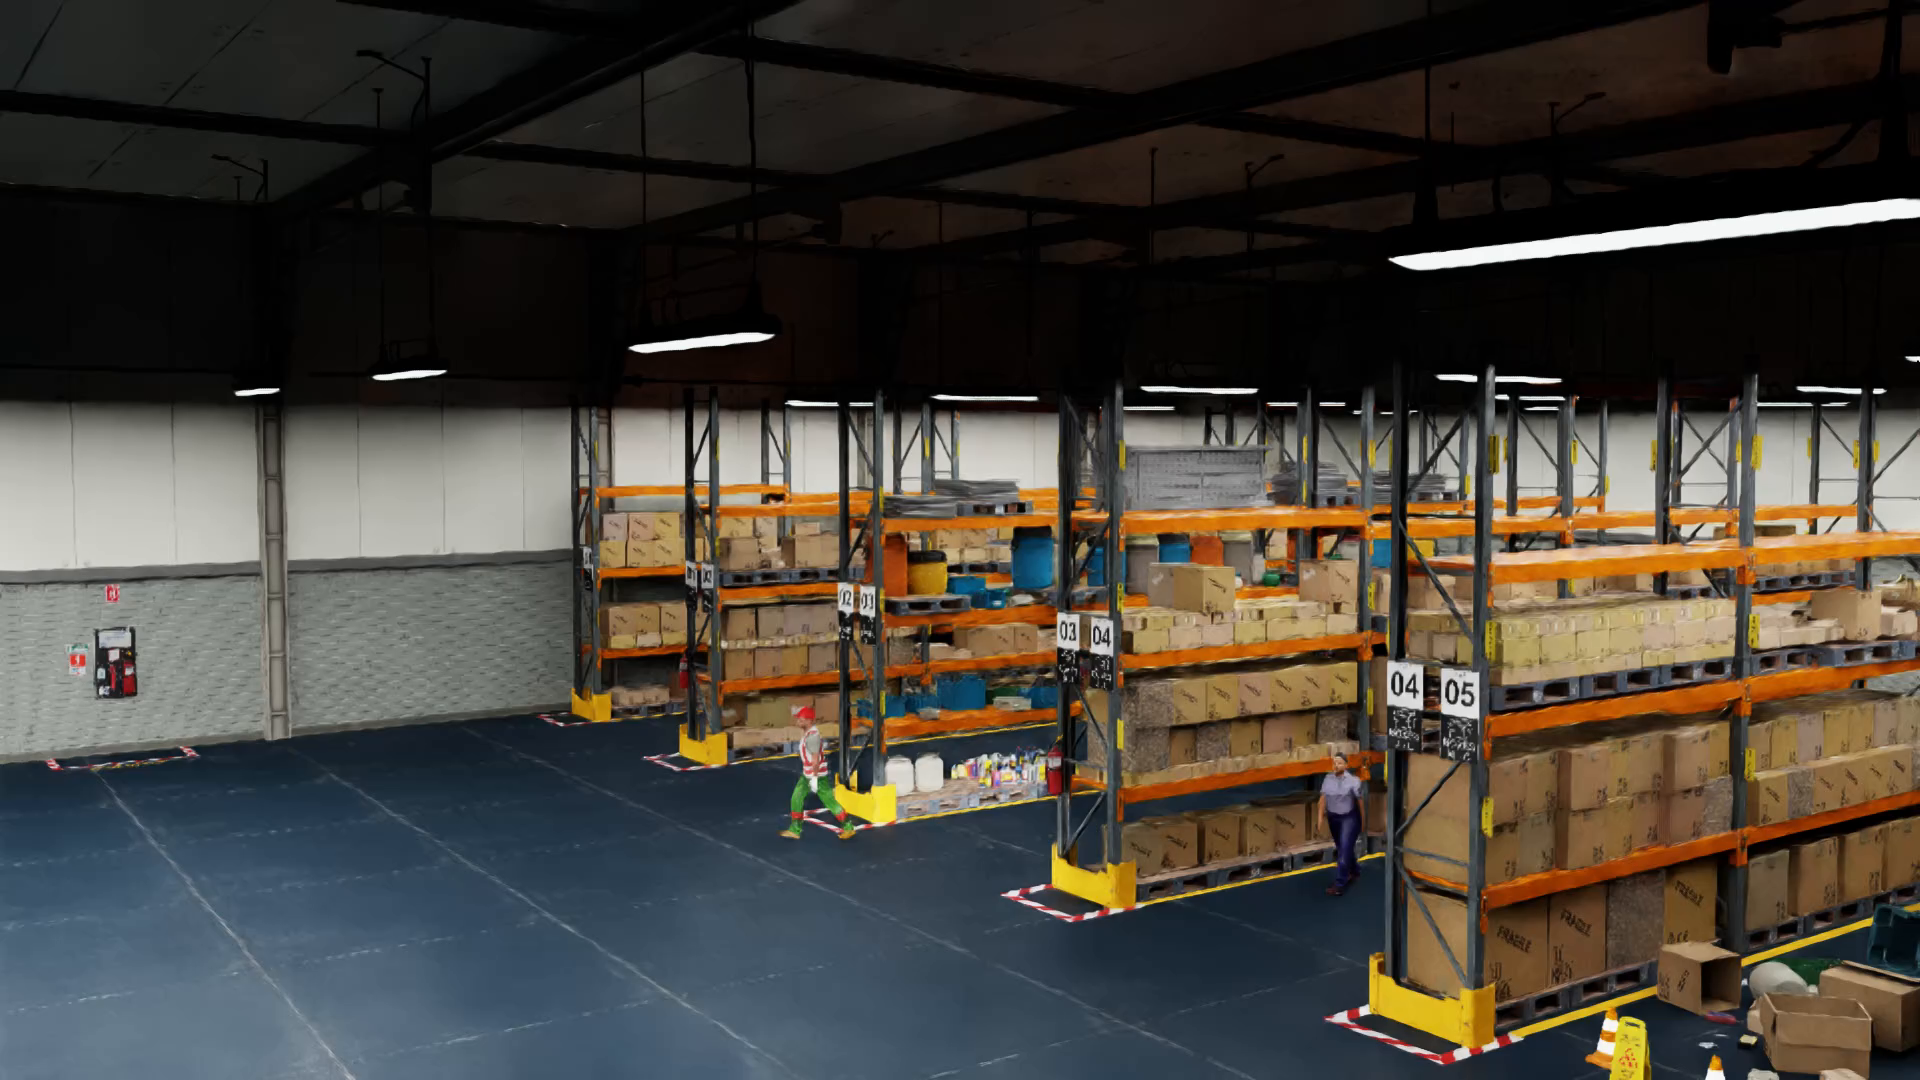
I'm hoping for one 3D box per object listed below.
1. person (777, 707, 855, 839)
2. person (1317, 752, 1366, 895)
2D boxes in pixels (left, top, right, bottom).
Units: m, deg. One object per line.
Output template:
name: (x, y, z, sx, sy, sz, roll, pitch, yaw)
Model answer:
person: (-1.858, 3.015, 21.455, 0.987, 1.734, 0.596, -1, 4, -14)
person: (4.371, 3.212, 19.091, 1.000, 1.580, 0.478, -3, 5, -43)
